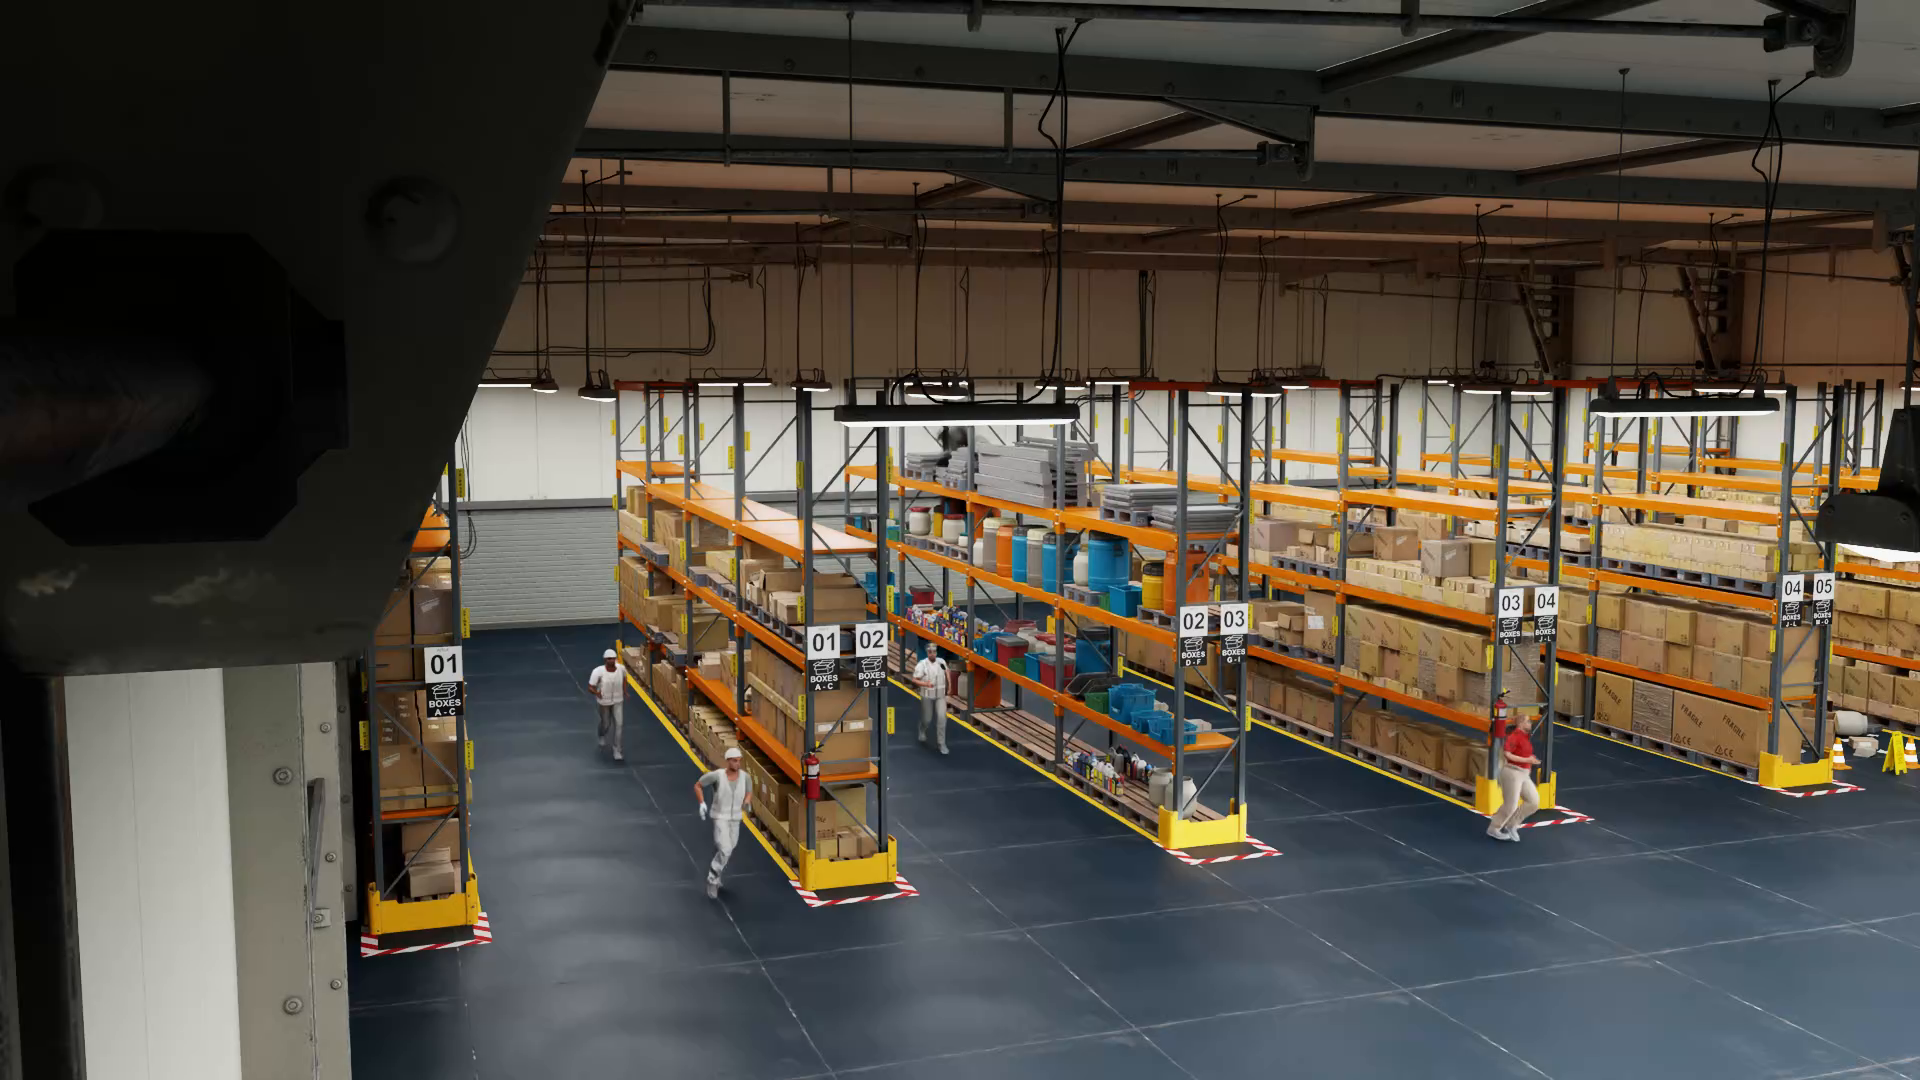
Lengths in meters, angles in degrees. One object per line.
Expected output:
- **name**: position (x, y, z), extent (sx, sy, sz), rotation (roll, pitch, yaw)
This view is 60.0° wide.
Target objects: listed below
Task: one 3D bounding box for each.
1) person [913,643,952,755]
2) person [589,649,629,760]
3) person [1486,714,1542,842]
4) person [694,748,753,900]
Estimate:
- **person**: position (-0.432, 2.557, 27.330), extent (0.675, 1.768, 1.032), rotation (-2, 6, -17)
- **person**: position (-5.665, 2.615, 26.871), extent (0.681, 1.753, 0.955), rotation (-3, 7, -25)
- **person**: position (7.470, 3.171, 22.163), extent (0.657, 1.712, 0.666), rotation (6, 8, 44)
- **person**: position (-2.777, 3.357, 19.890), extent (0.659, 1.770, 0.756), rotation (-4, 7, -35)
